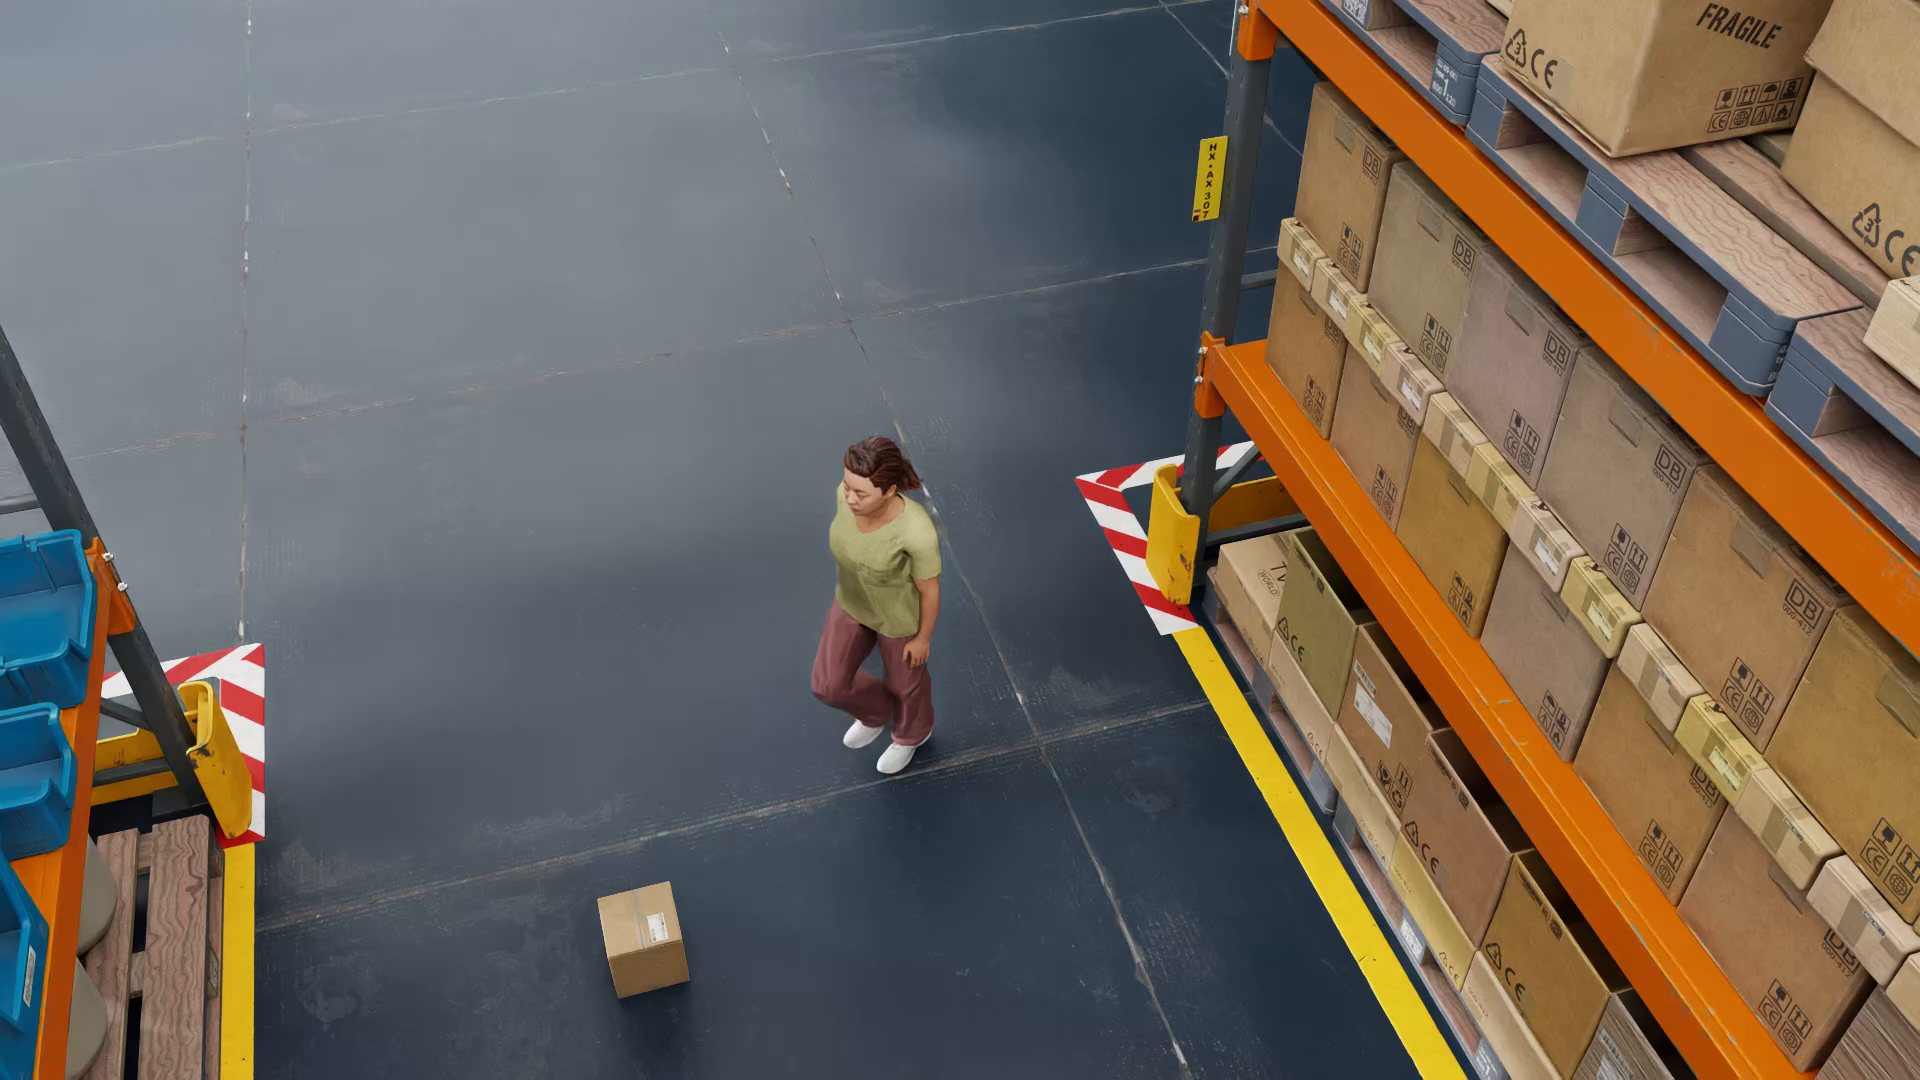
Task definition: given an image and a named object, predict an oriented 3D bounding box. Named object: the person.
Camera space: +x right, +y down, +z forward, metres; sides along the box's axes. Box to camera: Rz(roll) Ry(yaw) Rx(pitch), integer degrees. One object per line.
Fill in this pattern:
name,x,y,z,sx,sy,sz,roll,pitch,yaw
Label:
person,-0.251,0.258,5.856,0.468,1.658,0.469,24,48,24
